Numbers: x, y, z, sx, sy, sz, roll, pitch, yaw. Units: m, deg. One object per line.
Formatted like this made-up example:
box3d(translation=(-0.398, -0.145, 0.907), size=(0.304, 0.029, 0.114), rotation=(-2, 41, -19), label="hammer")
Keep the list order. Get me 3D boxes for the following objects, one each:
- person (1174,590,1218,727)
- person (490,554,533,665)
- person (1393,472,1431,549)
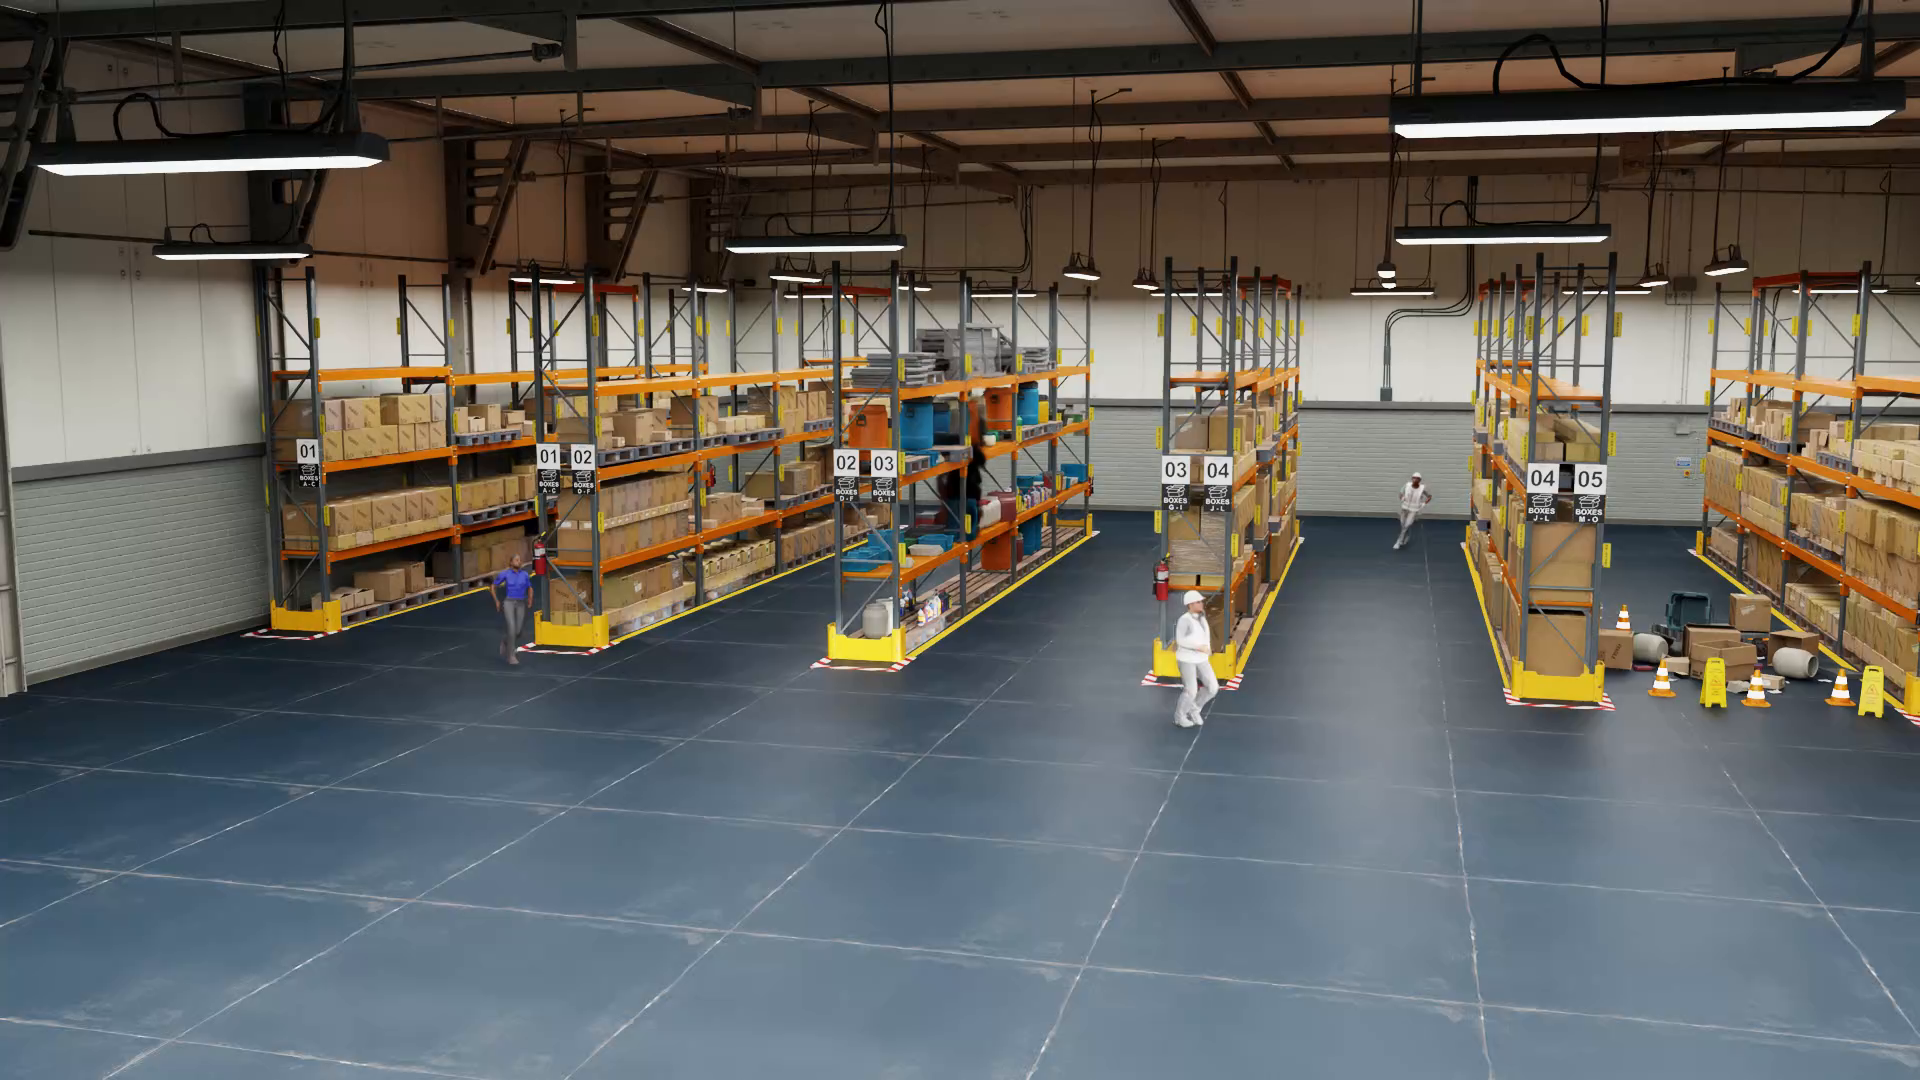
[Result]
box3d(translation=(2.953, 1.499, 20.822), size=(0.662, 1.745, 0.638), rotation=(-7, 10, -44), label="person")
box3d(translation=(-6.745, 1.036, 25.159), size=(0.607, 1.619, 0.657), rotation=(-5, 9, -35), label="person")
box3d(translation=(10.346, -0.678, 37.968), size=(0.696, 1.753, 0.925), rotation=(5, 9, 36), label="person")
